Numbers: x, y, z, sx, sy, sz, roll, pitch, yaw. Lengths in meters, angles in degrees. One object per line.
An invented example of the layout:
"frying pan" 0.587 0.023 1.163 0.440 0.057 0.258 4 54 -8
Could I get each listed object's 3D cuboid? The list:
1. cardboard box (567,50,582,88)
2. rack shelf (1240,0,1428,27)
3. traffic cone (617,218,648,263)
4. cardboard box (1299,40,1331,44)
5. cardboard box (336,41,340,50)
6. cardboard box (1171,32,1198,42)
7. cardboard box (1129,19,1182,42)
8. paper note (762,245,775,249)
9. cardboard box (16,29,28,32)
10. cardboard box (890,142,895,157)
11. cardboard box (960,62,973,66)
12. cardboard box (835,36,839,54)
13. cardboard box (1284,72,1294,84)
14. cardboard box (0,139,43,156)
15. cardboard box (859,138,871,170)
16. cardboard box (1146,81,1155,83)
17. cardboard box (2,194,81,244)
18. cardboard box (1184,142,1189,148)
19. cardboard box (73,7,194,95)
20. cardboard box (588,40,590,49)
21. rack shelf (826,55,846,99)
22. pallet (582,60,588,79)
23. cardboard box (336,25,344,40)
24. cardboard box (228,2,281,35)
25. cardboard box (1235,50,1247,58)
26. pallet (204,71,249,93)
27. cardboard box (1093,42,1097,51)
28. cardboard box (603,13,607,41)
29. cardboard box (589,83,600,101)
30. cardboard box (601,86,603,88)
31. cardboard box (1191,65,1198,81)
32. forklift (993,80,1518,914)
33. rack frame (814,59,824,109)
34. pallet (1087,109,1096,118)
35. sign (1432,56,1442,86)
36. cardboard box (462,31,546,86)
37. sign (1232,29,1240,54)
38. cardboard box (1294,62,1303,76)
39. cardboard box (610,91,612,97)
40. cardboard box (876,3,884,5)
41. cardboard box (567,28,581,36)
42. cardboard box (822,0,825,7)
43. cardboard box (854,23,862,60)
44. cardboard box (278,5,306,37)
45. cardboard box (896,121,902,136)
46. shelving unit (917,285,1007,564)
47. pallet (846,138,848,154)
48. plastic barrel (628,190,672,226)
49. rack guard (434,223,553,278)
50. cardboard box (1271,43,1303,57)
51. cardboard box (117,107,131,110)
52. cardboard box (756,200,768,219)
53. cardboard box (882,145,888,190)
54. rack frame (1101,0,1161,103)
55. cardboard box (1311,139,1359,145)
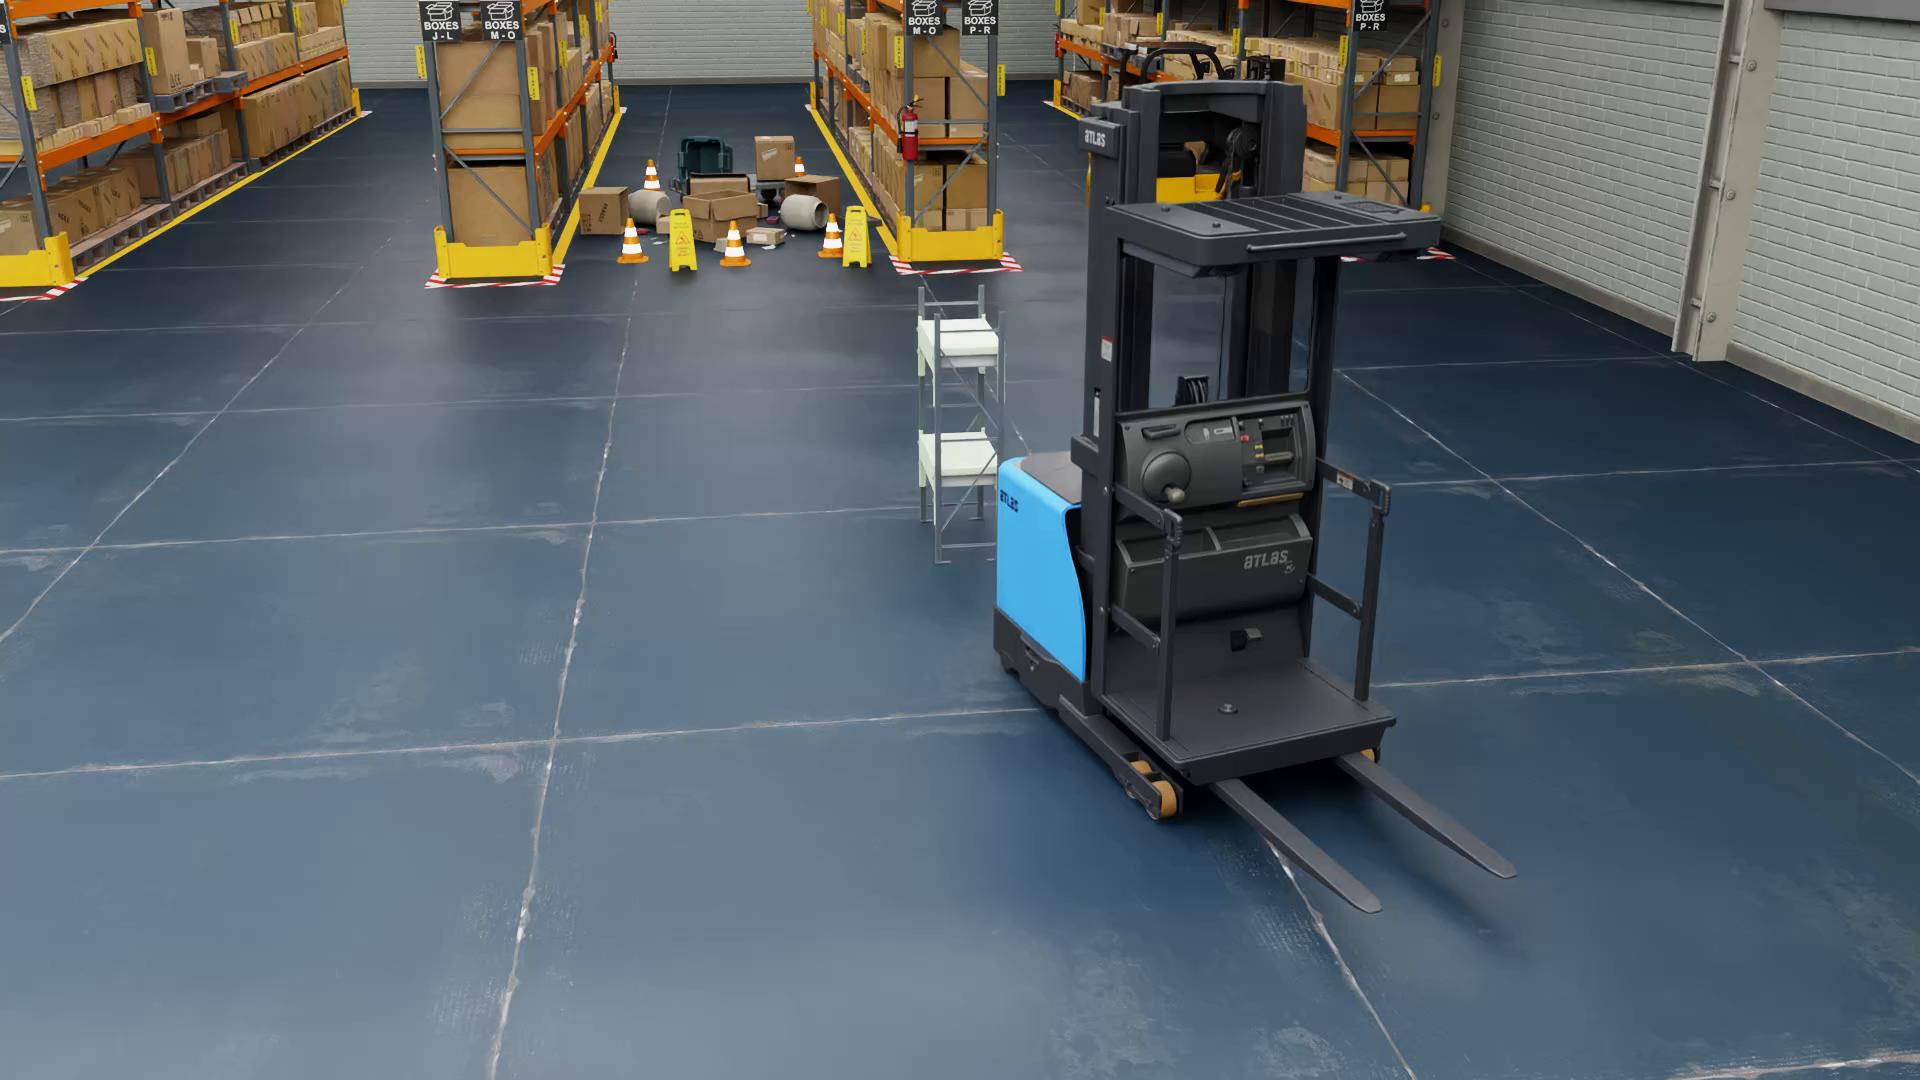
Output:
"cardboard box" -5.737 -6.778 23.935 0.500 0.500 0.500 -3 21 -8
"rack shelf" 4.522 -6.574 20.271 1.077 0.370 4.000 -3 21 -8
"traffic cone" -3.656 -3.344 18.508 0.336 0.463 0.334 -3 21 -8
"cardboard box" 4.625 -6.413 21.604 0.380 0.149 0.250 -3 21 -8
"cardboard box" -11.762 -9.200 30.919 0.380 0.149 0.250 -3 21 -8
"cardboard box" 3.451 -7.716 25.518 0.380 0.149 0.250 -2 21 -7
"cardboard box" 3.239 -8.384 27.628 0.797 0.503 0.637 -3 21 -9
"paper note" -2.207 -3.397 19.269 0.148 0.019 0.142 -11 23 -26
"cardboard box" -10.379 -5.240 17.962 0.500 0.500 0.500 -3 21 -8
"cardboard box" -0.627 -4.600 19.577 0.380 0.149 0.250 -3 21 -7
"cardboard box" -0.129 -5.457 19.971 0.500 0.500 0.500 -3 21 -9
"cardboard box" -1.747 -8.004 26.858 0.500 0.250 0.500 -3 21 -9
"cardboard box" 4.256 -5.548 20.641 0.500 0.500 0.500 -3 21 -7
"cardboard box" -9.713 -4.055 17.144 0.380 0.149 0.250 -3 21 -8
"cardboard box" -0.965 -5.583 24.032 0.950 0.372 0.625 -2 21 -6
"cardboard box" 3.462 -8.094 29.645 0.380 0.149 0.250 -3 21 -8
"cardboard box" -10.101 -3.510 18.298 0.500 0.500 0.500 2 21 6
"cardboard box" 3.835 -6.225 25.389 0.875 0.625 0.625 -2 21 -6
"cardboard box" -10.460 -6.206 21.089 1.000 1.000 1.000 -3 21 -7
"cardboard box" -6.462 -8.383 28.133 0.380 0.149 0.250 -3 21 -9
"rack shelf" -1.543 -7.687 27.538 1.077 0.370 4.000 -3 21 -8
"pallet" -6.346 -7.198 25.476 1.213 0.211 1.003 -3 21 -8
"cardboard box" -11.882 -9.516 31.197 0.500 0.250 0.500 -3 21 -9
"cardboard box" -11.537 -8.512 27.144 0.797 0.503 0.637 -3 21 -9
"cardboard box" 3.965 -6.656 22.679 0.380 0.149 0.250 -2 21 -6
"pallet" -10.853 -6.500 23.607 1.213 0.211 1.003 -3 21 -8
"cardboard box" 2.664 -9.126 30.721 0.380 0.149 0.250 -2 21 -6
"cardboard box" -6.820 -9.506 30.814 0.500 0.500 0.500 -3 21 -8
"cardboard box" -6.357 -7.563 28.080 0.500 0.250 0.500 -3 21 -9
"cardboard box" -6.825 -8.333 30.864 0.380 0.149 0.250 -4 21 -10
"cardboard box" 3.701 -6.815 24.389 0.500 0.250 0.500 -2 21 -6
"forklift" 1.203 -0.356 6.979 1.130 2.935 3.031 -8 22 -21
"rack frame" -2.408 -10.101 32.974 1.000 3.000 0.127 -3 21 -8
"pallet" 2.982 -7.899 31.064 1.003 0.211 1.213 -3 21 -8
"sign" 5.360 -5.282 18.720 0.100 0.325 0.005 -3 21 -8
"cardboard box" -5.117 -5.370 18.549 0.875 0.550 0.550 -3 21 -8
"sign" 3.698 -6.673 22.253 0.100 0.325 0.005 -3 21 -8
"cardboard box" 4.274 -5.713 20.154 0.380 0.149 0.250 -3 21 -7
"cardboard box" -6.933 -8.649 32.134 0.380 0.149 0.250 -3 21 -9
"cardboard box" -1.224 -8.381 26.796 0.500 0.500 0.500 -2 21 -6
"cardboard box" -6.204 -8.029 26.335 0.380 0.149 0.250 -2 21 -6
"cardboard box" -2.172 -9.381 29.474 0.500 0.500 0.500 -3 21 -8
"cardboard box" -1.253 -7.183 23.993 0.500 0.500 0.500 -3 21 -7
"cardboard box" -11.453 -8.815 28.249 0.500 0.500 0.500 -3 21 -8
"cardboard box" -0.513 -4.645 18.724 0.380 0.149 0.250 -3 21 -8
"shelving unit" 0.001 -0.700 9.948 0.431 1.500 0.755 -3 21 -8
"pallet" -1.293 -6.302 26.787 1.003 0.211 1.213 -3 21 -8
"plastic barrel" -3.880 -4.139 20.694 0.512 0.421 0.421 12 24 30
"rack guard" -4.981 -3.097 17.795 1.175 0.500 0.348 -3 21 -8
"cardboard box" 4.158 -6.206 21.050 0.380 0.149 0.250 -3 21 -9
"cardboard box" -10.159 -5.093 19.923 0.380 0.149 0.250 -3 21 -8
"cardboard box" -2.684 -4.275 21.283 0.396 0.266 0.258 17 27 39
"cardboard box" -0.698 -4.624 20.567 0.500 0.500 0.500 -2 21 -5
"rack frame" 3.080 -8.968 29.940 1.000 3.000 0.127 -3 21 -8
"cardboard box" 4.724 -4.890 20.923 0.500 0.250 0.500 -3 21 -9
